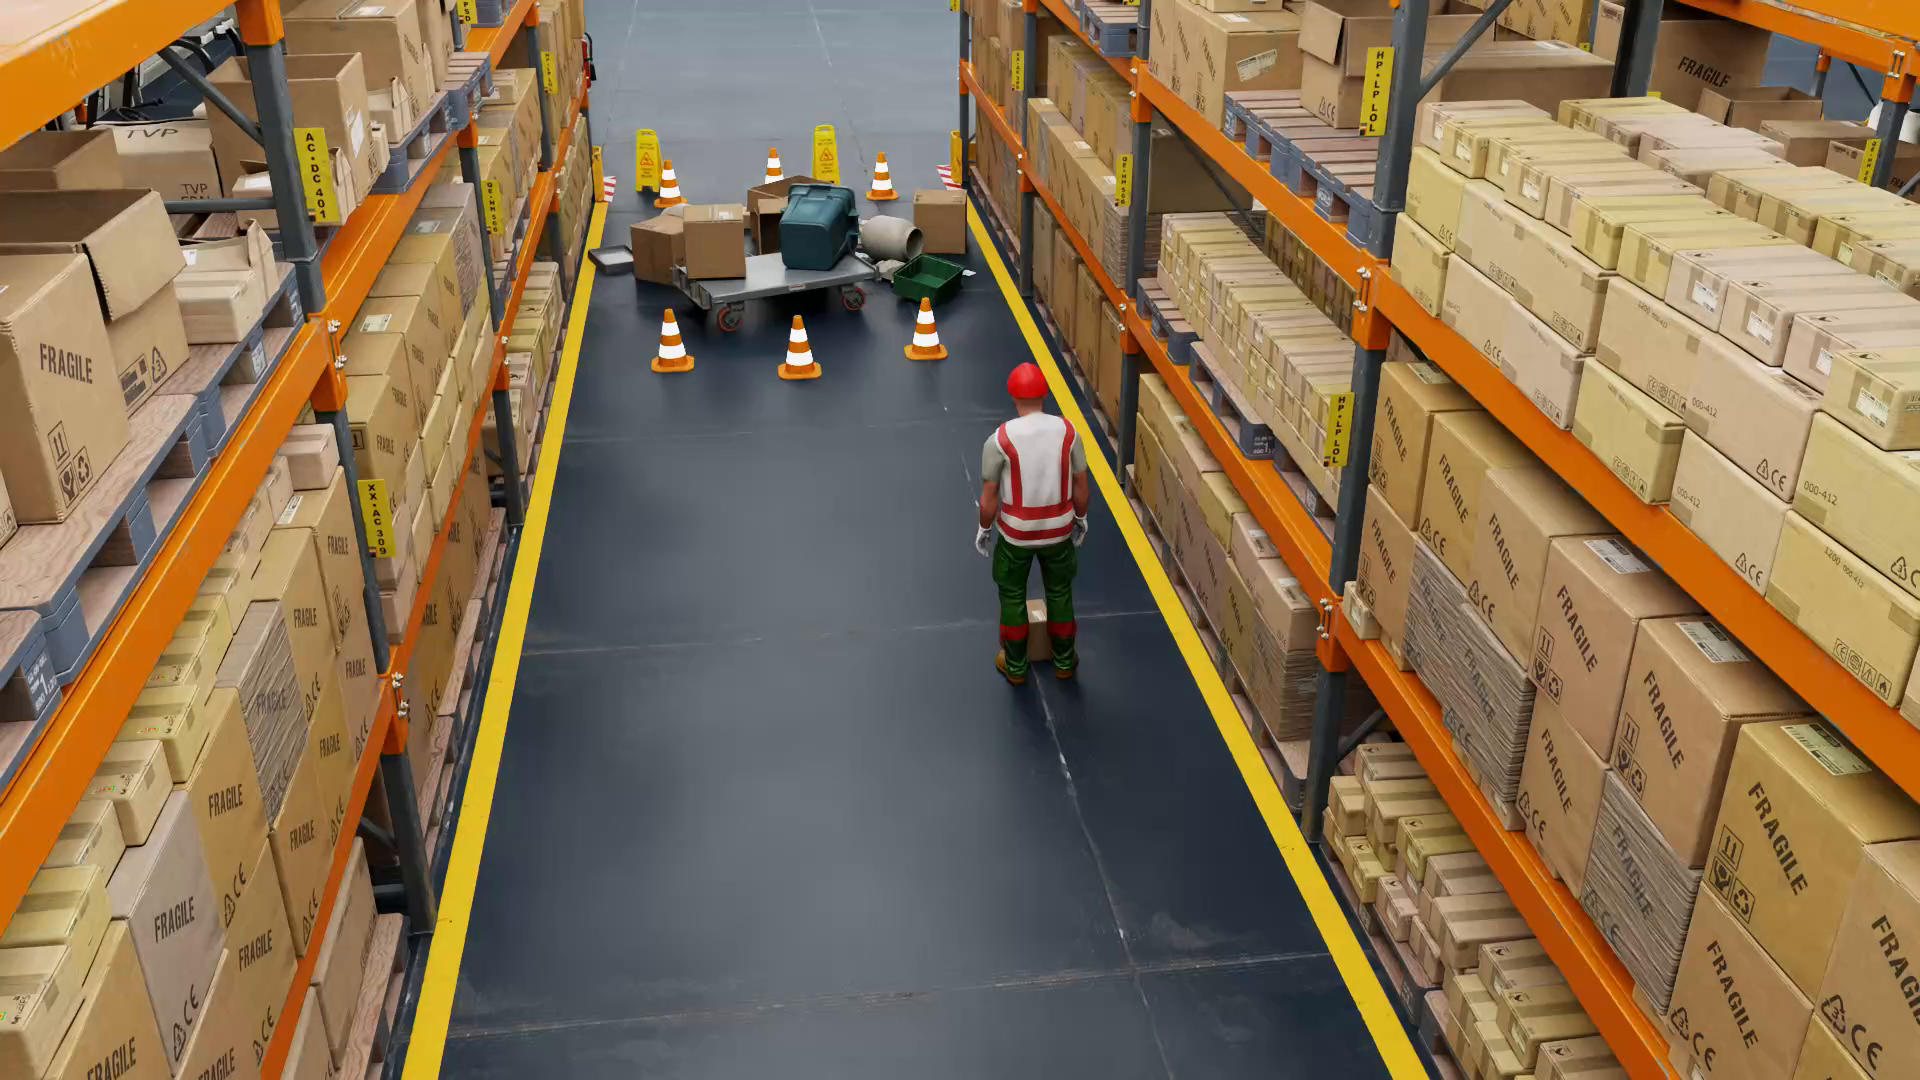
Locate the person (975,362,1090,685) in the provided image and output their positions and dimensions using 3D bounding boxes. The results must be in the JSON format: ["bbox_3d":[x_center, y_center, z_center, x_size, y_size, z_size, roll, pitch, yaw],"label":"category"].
[{"bbox_3d":[0.381,-0.066,8.735,0.616,1.775,0.453,-5,27,-10],"label":"person"}]
